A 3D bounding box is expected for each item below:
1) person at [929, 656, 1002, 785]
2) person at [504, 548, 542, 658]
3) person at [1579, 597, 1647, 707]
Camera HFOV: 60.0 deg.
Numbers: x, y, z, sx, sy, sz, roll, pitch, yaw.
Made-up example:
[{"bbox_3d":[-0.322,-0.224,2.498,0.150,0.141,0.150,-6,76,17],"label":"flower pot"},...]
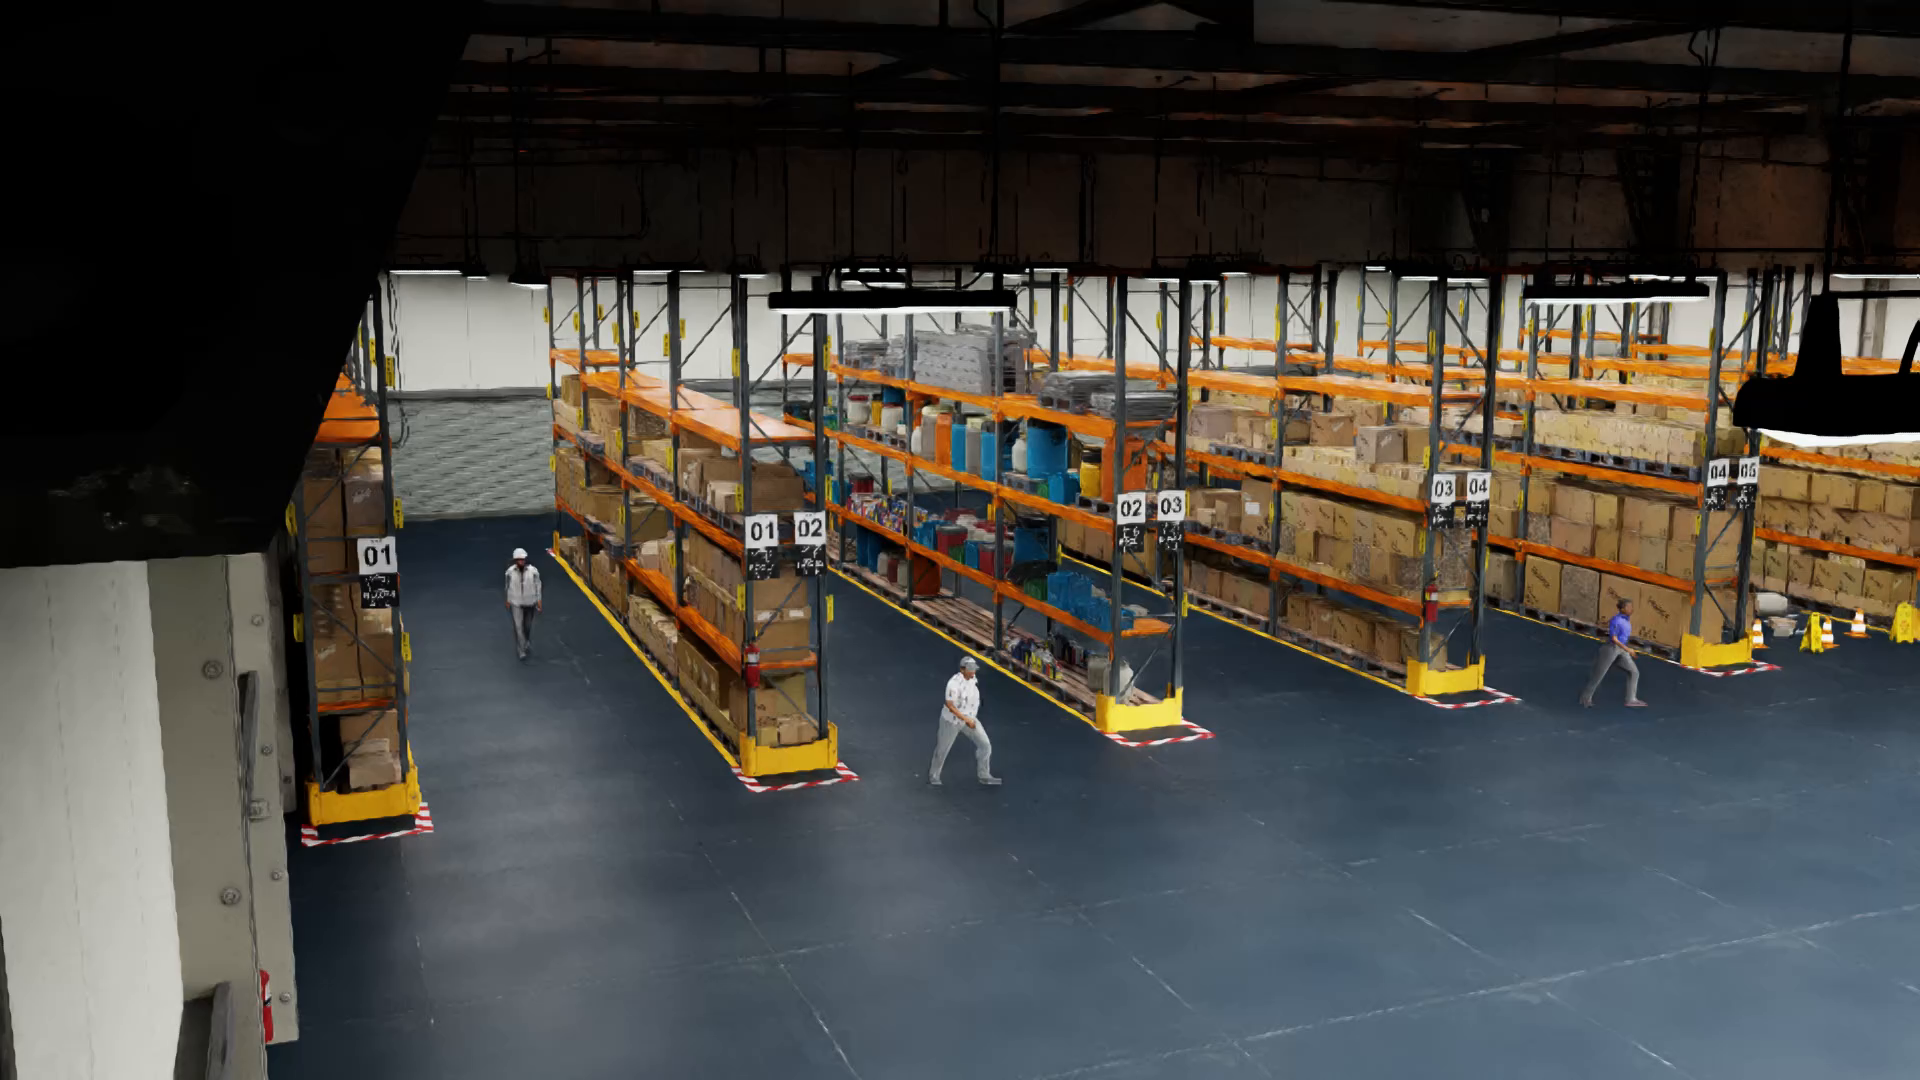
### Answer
[{"bbox_3d":[0.023,2.134,19.773,0.654,1.600,0.785,-9,13,-41],"label":"person"},{"bbox_3d":[-6.863,0.960,26.183,0.555,1.725,1.029,-4,11,-22],"label":"person"},{"bbox_3d":[9.108,1.551,23.130,0.622,1.596,0.782,-9,13,-41],"label":"person"}]
